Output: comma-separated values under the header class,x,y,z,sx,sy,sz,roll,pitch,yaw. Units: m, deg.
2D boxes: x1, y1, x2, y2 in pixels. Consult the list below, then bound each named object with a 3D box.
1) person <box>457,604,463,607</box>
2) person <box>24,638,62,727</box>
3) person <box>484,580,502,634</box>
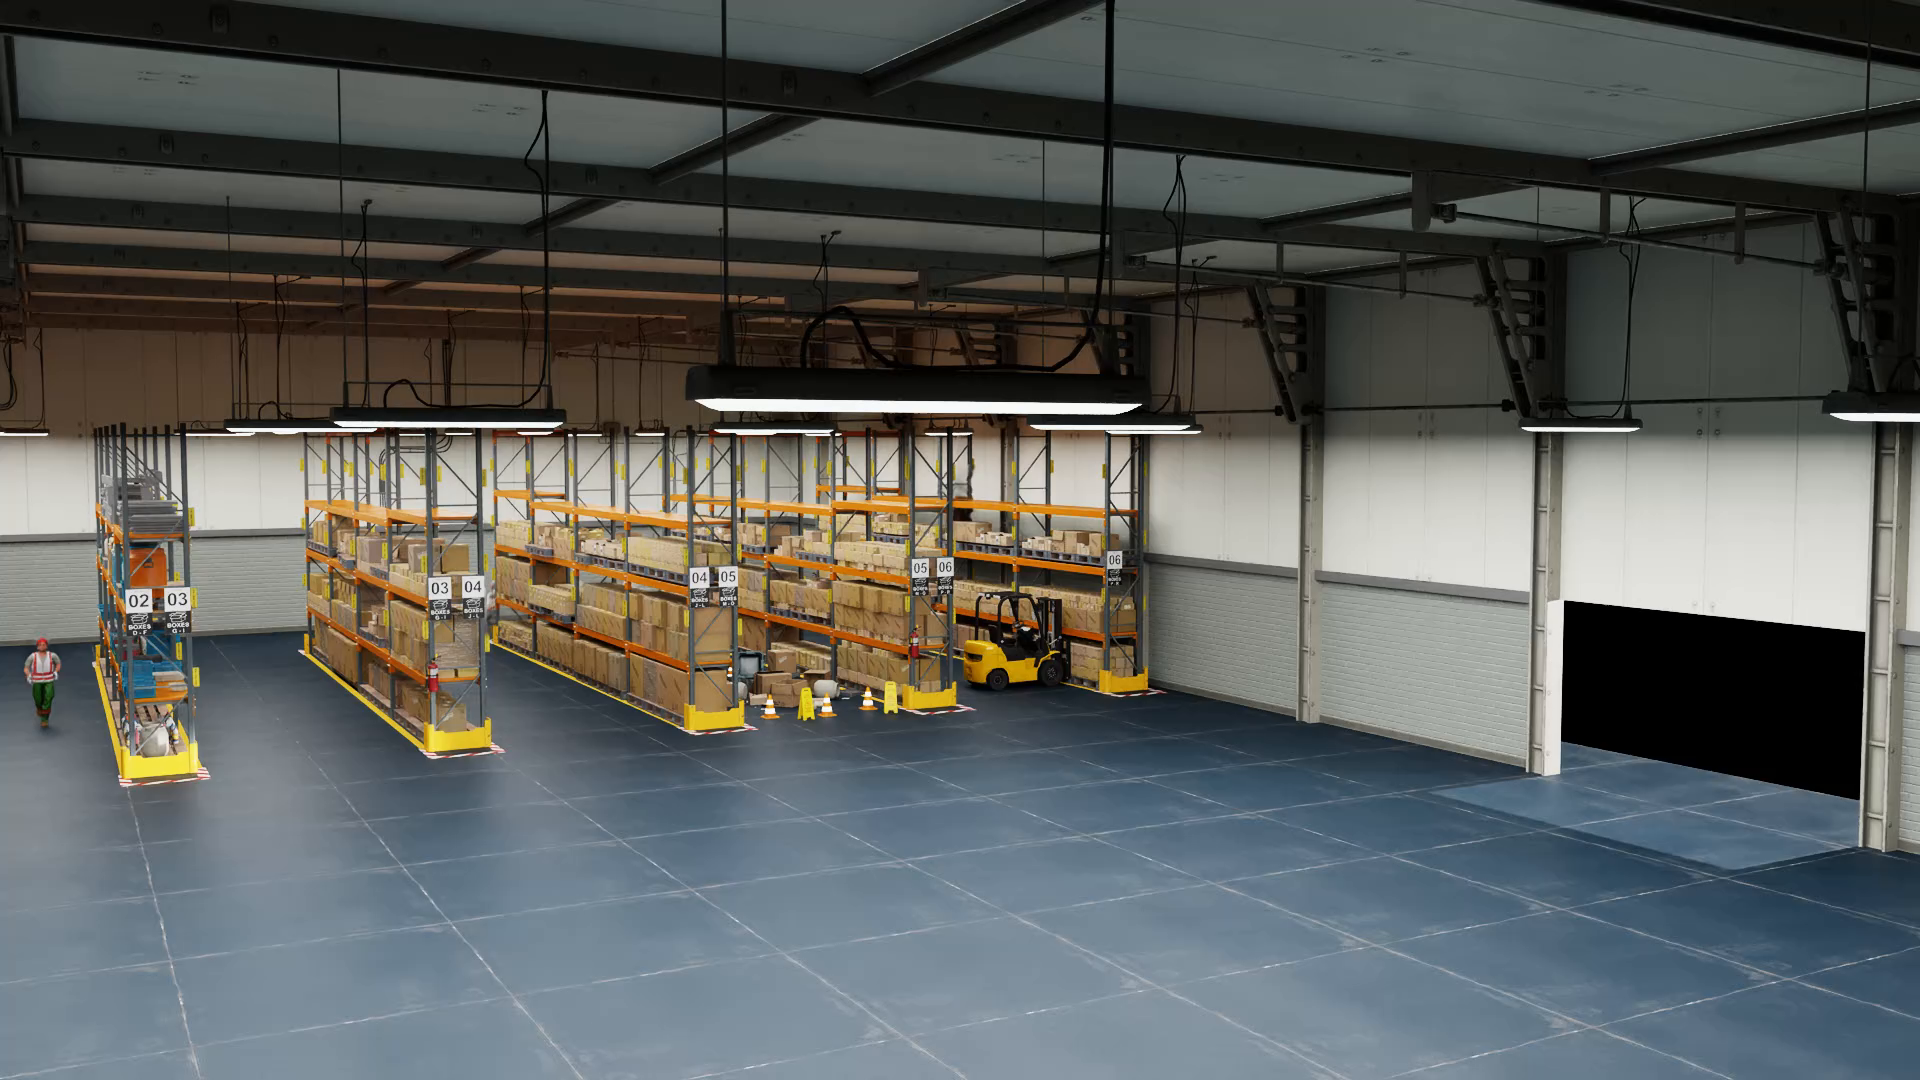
class,x,y,z,sx,sy,sz,roll,pitch,yaw
person,-14.073,2.079,46.003,0.783,1.719,0.847,-1,3,-9
person,-18.342,2.837,33.290,0.655,1.750,0.718,-2,4,-32
person,-13.592,1.969,48.032,0.707,1.692,0.719,-1,4,-10
